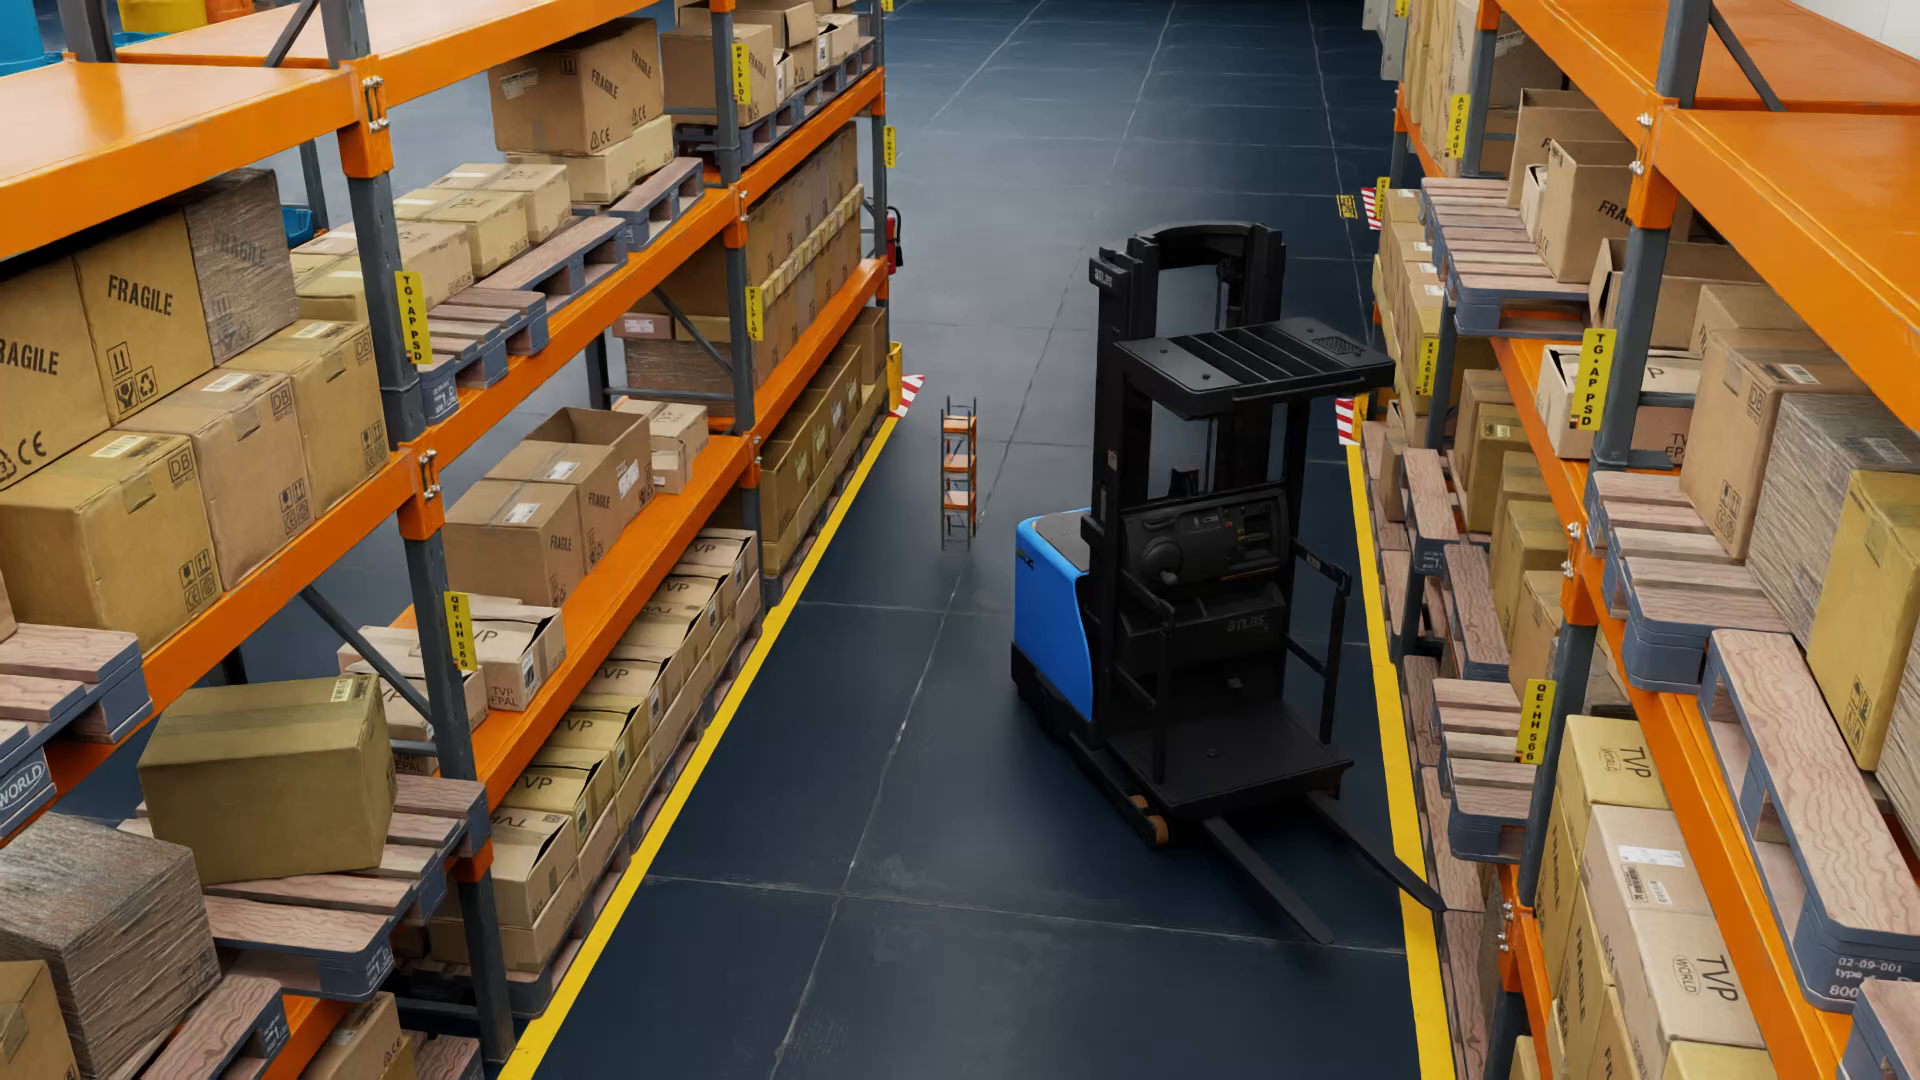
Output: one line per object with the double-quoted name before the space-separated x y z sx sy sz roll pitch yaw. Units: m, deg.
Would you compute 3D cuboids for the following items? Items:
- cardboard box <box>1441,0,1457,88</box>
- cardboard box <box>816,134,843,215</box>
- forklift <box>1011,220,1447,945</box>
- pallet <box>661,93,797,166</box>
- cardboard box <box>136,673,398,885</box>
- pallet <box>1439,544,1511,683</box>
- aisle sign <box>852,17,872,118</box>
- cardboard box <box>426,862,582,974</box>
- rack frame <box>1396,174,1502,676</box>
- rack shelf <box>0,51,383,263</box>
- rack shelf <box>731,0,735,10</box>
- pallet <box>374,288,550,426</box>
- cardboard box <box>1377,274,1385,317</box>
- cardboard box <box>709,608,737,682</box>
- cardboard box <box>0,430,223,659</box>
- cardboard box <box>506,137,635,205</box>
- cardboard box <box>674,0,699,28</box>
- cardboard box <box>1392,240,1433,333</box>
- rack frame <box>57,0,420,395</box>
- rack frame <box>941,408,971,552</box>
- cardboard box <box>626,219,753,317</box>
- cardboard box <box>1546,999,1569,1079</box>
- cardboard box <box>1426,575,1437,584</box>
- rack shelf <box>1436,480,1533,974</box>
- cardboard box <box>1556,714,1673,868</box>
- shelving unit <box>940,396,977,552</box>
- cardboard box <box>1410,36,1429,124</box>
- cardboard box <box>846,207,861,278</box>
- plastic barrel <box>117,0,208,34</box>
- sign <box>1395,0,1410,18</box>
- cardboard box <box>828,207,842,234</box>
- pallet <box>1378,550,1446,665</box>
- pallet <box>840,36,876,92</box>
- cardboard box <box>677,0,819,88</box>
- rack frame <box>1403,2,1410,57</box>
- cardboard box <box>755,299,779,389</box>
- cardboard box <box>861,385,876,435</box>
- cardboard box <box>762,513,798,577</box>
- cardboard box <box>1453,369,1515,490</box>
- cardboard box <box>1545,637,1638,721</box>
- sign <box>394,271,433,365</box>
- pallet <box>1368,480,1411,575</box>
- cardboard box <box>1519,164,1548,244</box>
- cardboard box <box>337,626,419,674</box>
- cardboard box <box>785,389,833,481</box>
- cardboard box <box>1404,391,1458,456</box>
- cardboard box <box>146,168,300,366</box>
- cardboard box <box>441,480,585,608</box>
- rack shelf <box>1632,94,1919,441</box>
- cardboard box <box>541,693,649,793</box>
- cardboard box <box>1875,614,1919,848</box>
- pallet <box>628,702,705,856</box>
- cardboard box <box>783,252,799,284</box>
"cardboard box" 3.032 -2.859 9.461 0.500 0.500 0.500 5 26 11
"cardboard box" -1.274 -2.745 12.428 0.700 0.500 0.500 3 25 7
"forklift" 1.339 0.025 8.238 1.130 2.935 3.031 -10 27 -21
"pallet" -1.636 -2.553 10.232 1.003 0.211 1.213 4 25 9
"cardboard box" -2.395 0.833 5.819 0.700 0.500 0.500 -4 25 -9
"pallet" 2.767 0.395 7.594 1.003 0.211 1.213 4 25 9
"aisle sign" -0.796 -3.733 13.121 0.394 0.787 0.004 4 25 9
"cardboard box" -2.028 1.654 7.427 0.500 0.250 0.500 4 25 8
"rack frame" 3.138 -0.534 9.353 1.000 3.000 0.127 4 25 9
"rack shelf" -2.731 -0.577 3.687 1.077 0.370 4.000 4 25 9
"rack shelf" -1.423 -3.922 10.835 1.077 0.370 4.000 4 25 9
"pallet" -2.381 -0.766 6.533 1.213 0.211 1.003 5 26 11
"cardboard box" 3.328 -1.748 12.100 0.500 0.250 0.500 3 25 7
"cardboard box" -1.616 0.584 9.712 0.500 0.250 0.500 4 25 8
"cardboard box" -2.610 0.009 4.537 0.910 0.500 0.500 4 25 9
"cardboard box" -1.947 -1.870 8.349 0.500 0.250 0.500 2 25 3
"cardboard box" -1.637 -3.531 11.438 0.500 0.500 0.500 4 25 9
"cardboard box" 3.163 -1.671 11.050 0.500 0.500 0.500 5 26 10
"rack frame" -2.404 -1.920 5.237 1.000 3.000 0.127 4 25 9
"rack frame" -0.029 -0.402 11.371 0.200 1.050 0.008 4 25 9
"cardboard box" -1.684 -1.695 10.184 0.700 0.500 0.500 4 25 9
"cardboard box" 2.025 1.575 5.119 0.380 0.149 0.250 5 26 10
"cardboard box" 3.268 -0.038 10.723 0.500 0.500 0.500 2 25 5
"rack shelf" 2.811 0.628 7.718 1.077 0.370 4.000 4 25 9
"cardboard box" 2.151 0.794 5.138 0.500 0.250 0.500 5 25 10
"shelving unit" -0.009 -0.453 11.480 0.215 1.050 0.252 4 25 9
"cardboard box" 3.286 -3.058 11.065 0.500 0.500 0.500 5 26 11
"cardboard box" -1.185 -2.400 13.221 0.700 0.500 0.500 4 25 9
"plastic barrel" -6.043 -4.042 12.591 0.600 0.588 0.600 0 25 0
"sign" 3.256 -3.999 12.186 0.100 0.325 0.005 4 25 9
"cardboard box" -1.097 -2.393 12.442 0.380 0.149 0.250 4 25 9
"pallet" 3.213 0.445 10.549 1.003 0.211 1.213 4 25 9
"pallet" -1.237 -3.573 12.412 1.003 0.211 1.213 4 25 9
"cardboard box" -1.356 -3.215 10.759 0.797 0.503 0.637 7 26 14
"rack frame" 3.791 -4.924 11.655 1.000 3.000 0.127 4 25 9
"cardboard box" -1.604 -1.328 10.931 0.700 0.500 0.500 4 25 8
"cardboard box" -0.962 -1.039 13.179 0.500 0.250 0.500 4 25 9
"cardboard box" -1.375 0.006 10.946 0.500 0.250 0.500 4 25 9
"cardboard box" 3.021 -0.568 8.789 0.700 0.500 0.500 4 25 9
"cardboard box" 2.551 0.697 6.086 0.700 0.500 0.500 1 25 2
"sign" -1.869 -0.757 5.681 0.100 0.325 0.005 4 25 9
"pallet" 3.410 -0.066 11.643 1.003 0.211 1.213 4 25 9
"cardboard box" 2.869 -1.562 7.620 0.500 0.311 0.500 5 26 10
"cardboard box" -2.529 0.516 7.407 0.380 0.149 0.250 4 25 9
"cardboard box" -1.202 -0.751 11.679 0.500 0.500 0.500 4 25 9
"cardboard box" 2.916 -0.694 9.849 0.500 0.250 0.500 4 25 9
"cardboard box" -2.481 -0.878 5.251 0.500 0.500 0.500 4 25 9
"cardboard box" -2.146 0.049 7.989 0.500 0.500 0.500 3 25 6
"rack shelf" 2.157 -0.235 2.957 1.077 0.370 4.000 4 25 9
"cardboard box" -1.865 0.966 8.234 0.500 0.311 0.500 3 25 7
"cardboard box" 2.255 0.406 3.170 0.700 0.500 0.500 4 25 8
"pallet" -2.029 1.210 8.917 1.003 0.211 1.213 4 25 9
"cardboard box" -1.308 -1.853 11.288 0.380 0.149 0.250 3 25 7
